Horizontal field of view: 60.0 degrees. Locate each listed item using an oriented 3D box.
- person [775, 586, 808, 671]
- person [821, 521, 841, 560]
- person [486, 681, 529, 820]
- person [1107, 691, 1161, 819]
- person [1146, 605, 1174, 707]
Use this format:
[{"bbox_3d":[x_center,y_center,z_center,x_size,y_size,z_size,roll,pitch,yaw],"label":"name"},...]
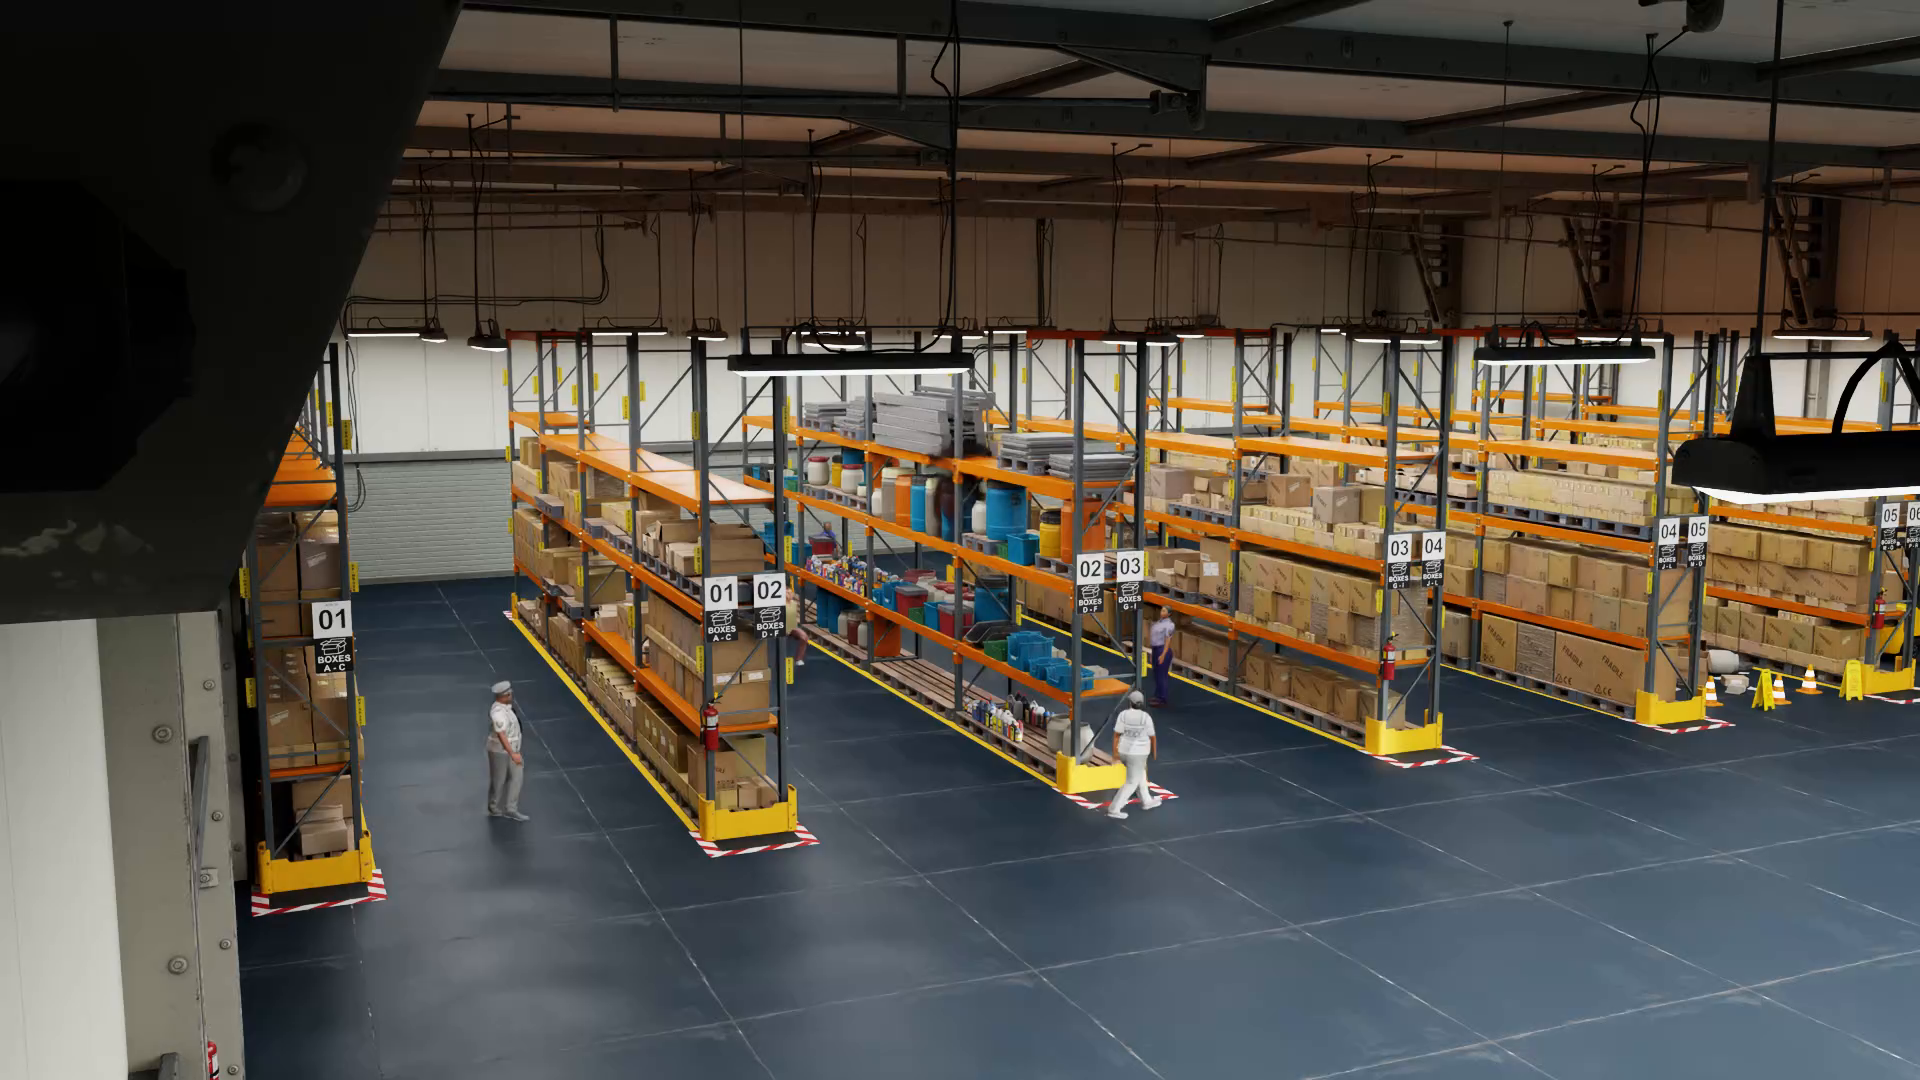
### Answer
[{"bbox_3d":[-2.972,1.594,28.827,0.467,1.587,1.016,-3,8,-22],"label":"person"},{"bbox_3d":[-2.925,0.406,37.801,0.785,1.679,0.437,3,8,18],"label":"person"},{"bbox_3d":[-5.688,2.654,20.860,0.720,1.786,0.547,3,8,22],"label":"person"},{"bbox_3d":[2.228,2.679,20.957,1.002,1.605,0.483,-5,9,-33],"label":"person"},{"bbox_3d":[3.251,1.872,26.958,0.409,1.639,0.561,0,8,-4],"label":"person"}]
